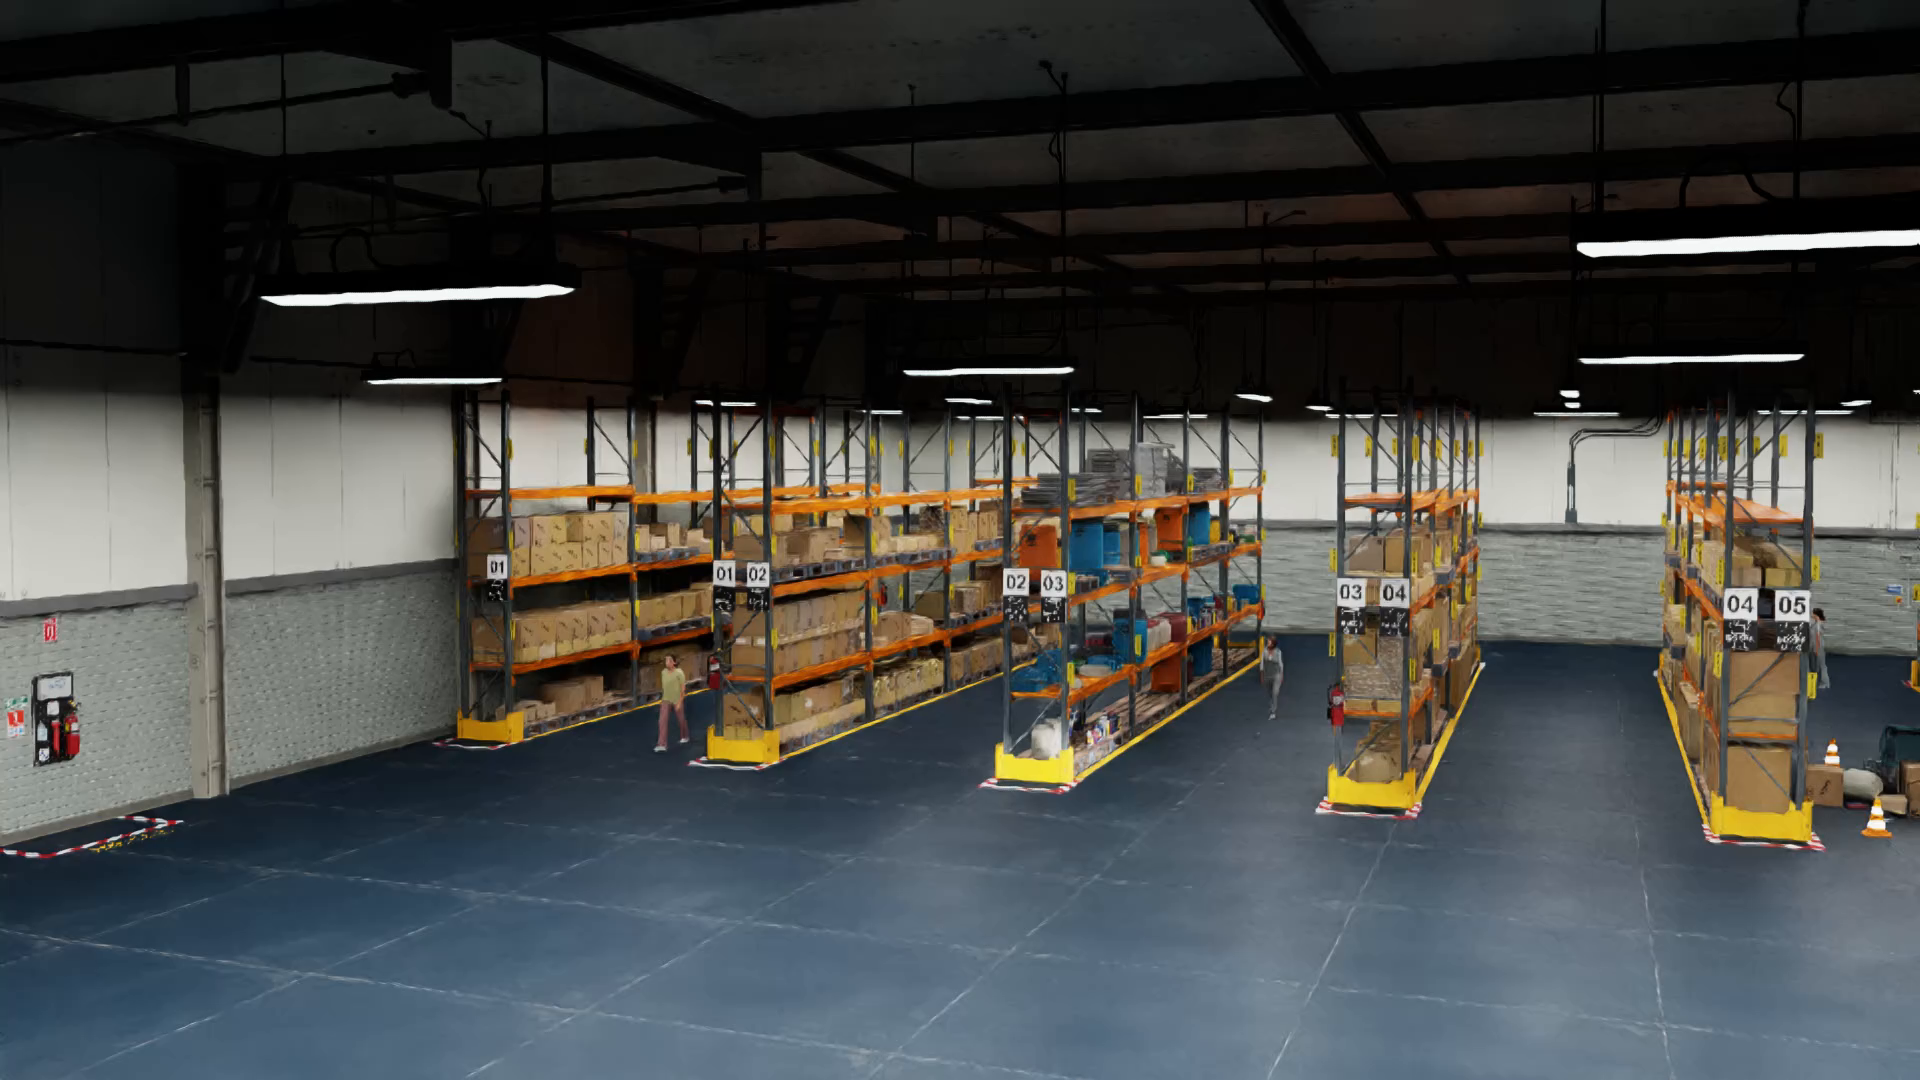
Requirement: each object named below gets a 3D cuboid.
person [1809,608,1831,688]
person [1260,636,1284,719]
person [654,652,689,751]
[{"bbox_3d":[17.934,2.245,34.825,0.569,1.668,0.637,2,4,27],"label":"person"},{"bbox_3d":[5.788,2.526,30.926,0.417,1.517,1.036,1,3,24],"label":"person"},{"bbox_3d":[-4.782,2.670,27.655,0.450,1.610,1.043,1,3,10],"label":"person"}]
